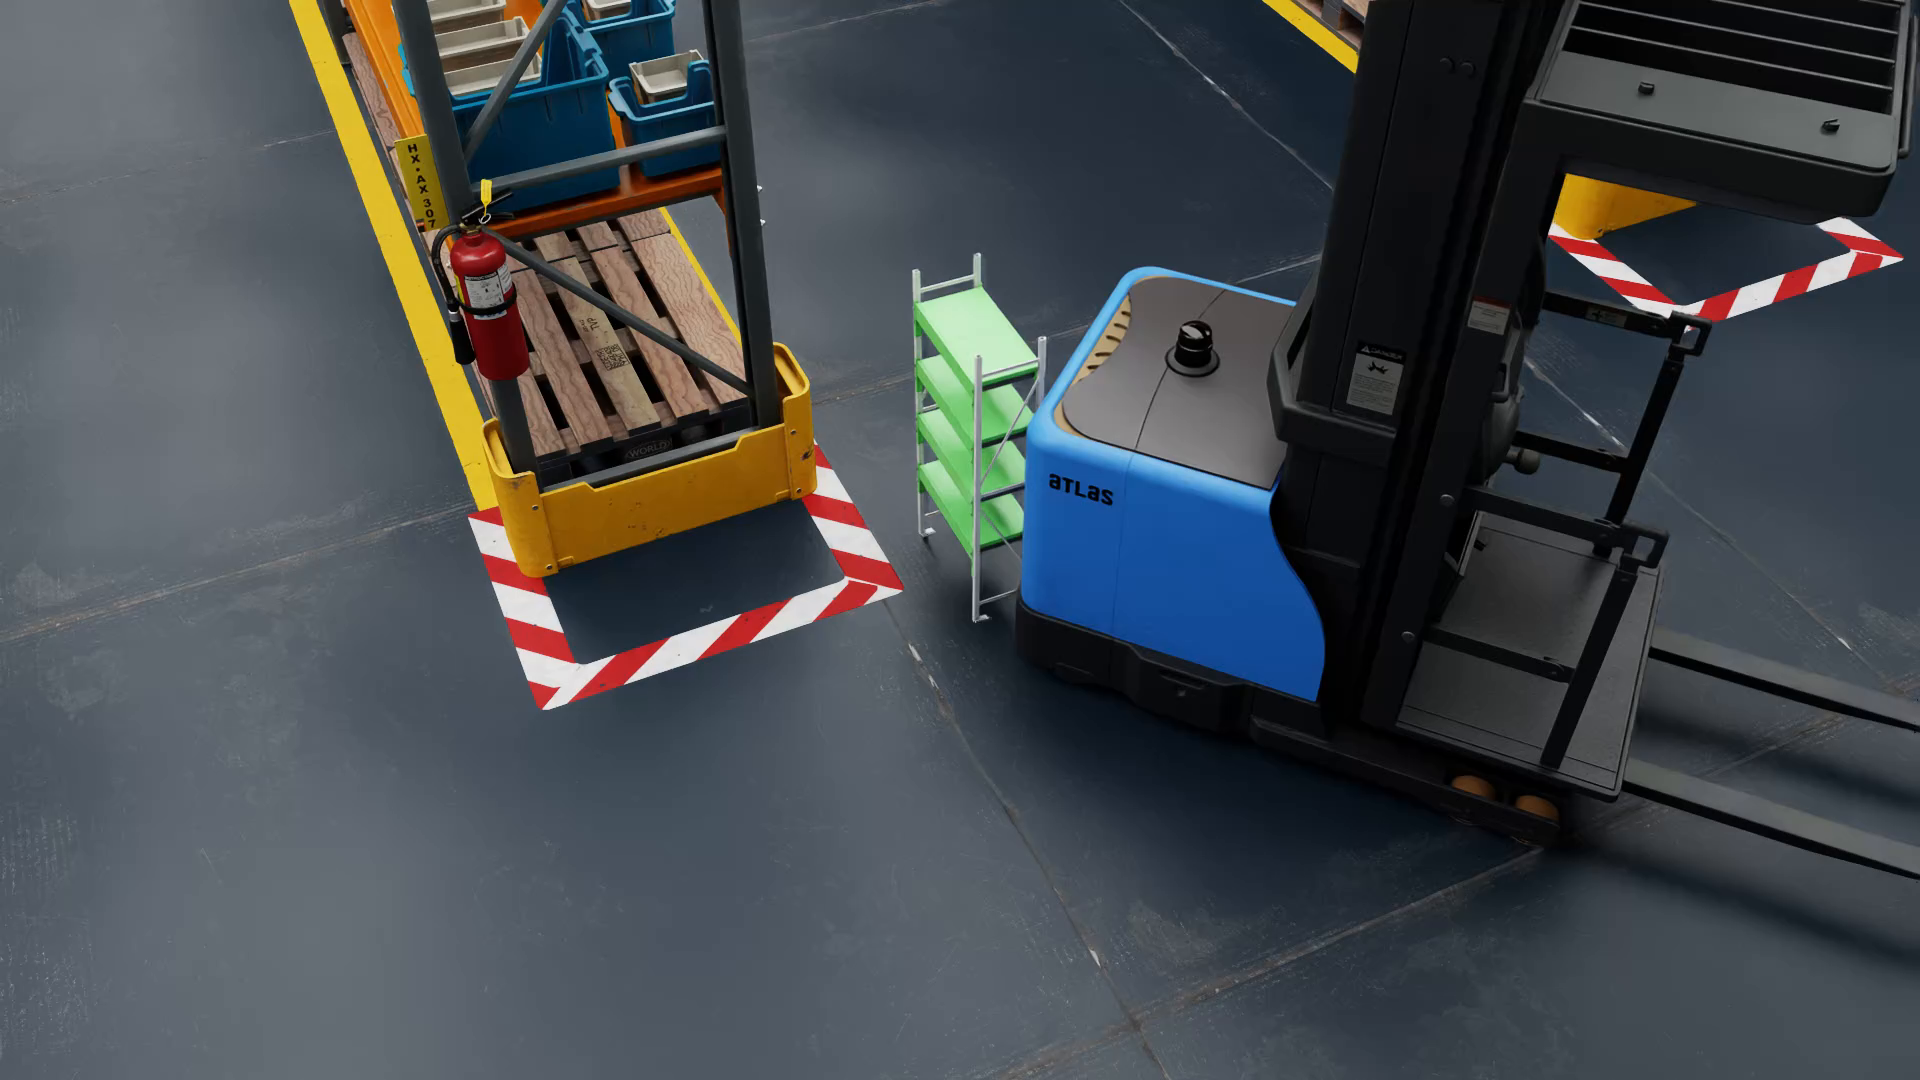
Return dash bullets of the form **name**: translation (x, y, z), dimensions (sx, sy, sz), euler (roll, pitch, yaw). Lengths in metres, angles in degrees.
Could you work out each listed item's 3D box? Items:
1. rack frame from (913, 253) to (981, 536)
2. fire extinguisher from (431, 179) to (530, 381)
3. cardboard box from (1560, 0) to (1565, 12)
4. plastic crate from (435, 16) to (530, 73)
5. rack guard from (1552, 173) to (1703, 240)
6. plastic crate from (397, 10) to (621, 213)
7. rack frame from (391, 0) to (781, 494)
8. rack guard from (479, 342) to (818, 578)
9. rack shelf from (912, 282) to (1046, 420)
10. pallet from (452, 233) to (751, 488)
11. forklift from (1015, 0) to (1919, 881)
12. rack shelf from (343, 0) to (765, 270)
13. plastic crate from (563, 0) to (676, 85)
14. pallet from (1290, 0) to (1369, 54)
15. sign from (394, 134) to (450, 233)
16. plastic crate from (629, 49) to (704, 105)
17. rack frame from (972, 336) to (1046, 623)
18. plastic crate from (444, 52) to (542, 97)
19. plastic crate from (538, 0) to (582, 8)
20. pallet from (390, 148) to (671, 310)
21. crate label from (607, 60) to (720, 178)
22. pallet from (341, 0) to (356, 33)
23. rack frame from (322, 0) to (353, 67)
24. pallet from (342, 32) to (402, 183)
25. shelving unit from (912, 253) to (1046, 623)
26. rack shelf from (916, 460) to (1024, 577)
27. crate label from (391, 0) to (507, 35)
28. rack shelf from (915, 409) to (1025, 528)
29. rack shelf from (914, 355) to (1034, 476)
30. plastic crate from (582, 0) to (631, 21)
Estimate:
- **rack frame**: translation (-0.043, -0.483, 5.885), dimensions (0.240, 1.200, 0.015), euler (-17, 47, -17)
- **fire extinguisher**: translation (-1.505, -0.815, 5.261), dimensions (0.296, 0.674, 0.183), euler (-18, 47, -17)
- **cardboard box**: translation (2.887, -2.206, 7.817), dimensions (0.500, 0.500, 0.500), euler (-18, 47, -17)
- **plastic crate**: translation (-1.772, -1.788, 6.072), dimensions (0.396, 0.136, 0.243), euler (-18, 47, -17)
- **rack guard**: translation (3.307, -1.825, 7.743), dimensions (1.175, 0.500, 0.348), euler (-18, 47, -17)
- **plastic crate**: translation (-1.467, -1.398, 5.463), dimensions (0.616, 0.435, 0.499), euler (-18, 47, -17)
- **rack frame**: translation (-1.157, -1.205, 5.336), dimensions (1.000, 3.000, 0.127), euler (-18, 47, -17)
- **rack guard**: translation (-1.135, -0.304, 6.202), dimensions (1.175, 0.500, 0.348), euler (-18, 47, -17)
- **rack shelf**: translation (0.057, -0.623, 5.434), dimensions (0.258, 0.148, 0.480), euler (-17, 47, -17)
- **pallet**: translation (-1.468, -0.750, 6.860), dimensions (1.003, 0.211, 1.213), euler (-18, 47, -17)
- **forklift**: translation (1.753, -0.503, 4.673), dimensions (3.031, 2.935, 1.130), euler (17, 47, 17)
- **rack shelf**: translation (-1.997, -2.224, 6.880), dimensions (1.077, 0.370, 4.000), euler (-18, 47, -17)
- **plastic crate**: translation (-1.238, -1.841, 6.057), dimensions (0.416, 0.233, 0.300), euler (-18, 47, -17)
- **pallet**: translation (2.462, -3.006, 9.146), dimensions (1.003, 0.211, 1.213), euler (-18, 47, -17)
- **sign**: translation (-1.649, -1.091, 5.104), dimensions (0.100, 0.325, 0.005), euler (-18, 47, -17)
- **plastic crate**: translation (-1.021, -1.616, 5.897), dimensions (0.250, 0.136, 0.298), euler (-18, 47, -17)
- **rack frame**: translation (0.157, -0.170, 5.568), dimensions (0.240, 1.200, 0.015), euler (-17, 47, -17)
- **plastic crate**: translation (-1.664, -1.599, 5.880), dimensions (0.396, 0.136, 0.243), euler (-18, 47, -17)
- **plastic crate**: translation (-1.515, -2.261, 6.482), dimensions (0.416, 0.233, 0.300), euler (-18, 47, -17)
- **pallet**: translation (-1.977, -1.526, 7.646), dimensions (1.003, 0.211, 1.213), euler (-18, 47, -17)
- **crate label**: translation (-0.962, -1.422, 5.632), dimensions (0.416, 0.233, 0.303), euler (-18, 47, -17)
- **pallet**: translation (-3.125, -3.266, 9.410), dimensions (1.003, 0.211, 1.213), euler (-18, 47, -17)
- **rack frame**: translation (-2.838, -3.754, 7.919), dimensions (1.000, 3.000, 0.127), euler (-18, 47, -17)
- **pallet**: translation (-2.494, -2.305, 8.435), dimensions (1.003, 0.211, 1.213), euler (-18, 47, -17)
- **shelving unit**: translation (0.057, -0.327, 5.727), dimensions (0.258, 1.200, 0.503), euler (-17, 47, -17)
- **rack shelf**: translation (0.057, -0.110, 5.940), dimensions (0.258, 0.148, 0.480), euler (-17, 47, -17)
- **crate label**: translation (-1.912, -1.958, 6.244), dimensions (0.396, 0.136, 0.243), euler (-18, 47, -17)
- **rack shelf**: translation (0.057, -0.281, 5.771), dimensions (0.258, 0.148, 0.480), euler (-17, 47, -17)
- **rack shelf**: translation (0.057, -0.452, 5.603), dimensions (0.258, 0.148, 0.480), euler (-17, 47, -17)
- **plastic crate**: translation (-1.307, -2.049, 6.336), dimensions (0.250, 0.136, 0.298), euler (-18, 47, -17)
